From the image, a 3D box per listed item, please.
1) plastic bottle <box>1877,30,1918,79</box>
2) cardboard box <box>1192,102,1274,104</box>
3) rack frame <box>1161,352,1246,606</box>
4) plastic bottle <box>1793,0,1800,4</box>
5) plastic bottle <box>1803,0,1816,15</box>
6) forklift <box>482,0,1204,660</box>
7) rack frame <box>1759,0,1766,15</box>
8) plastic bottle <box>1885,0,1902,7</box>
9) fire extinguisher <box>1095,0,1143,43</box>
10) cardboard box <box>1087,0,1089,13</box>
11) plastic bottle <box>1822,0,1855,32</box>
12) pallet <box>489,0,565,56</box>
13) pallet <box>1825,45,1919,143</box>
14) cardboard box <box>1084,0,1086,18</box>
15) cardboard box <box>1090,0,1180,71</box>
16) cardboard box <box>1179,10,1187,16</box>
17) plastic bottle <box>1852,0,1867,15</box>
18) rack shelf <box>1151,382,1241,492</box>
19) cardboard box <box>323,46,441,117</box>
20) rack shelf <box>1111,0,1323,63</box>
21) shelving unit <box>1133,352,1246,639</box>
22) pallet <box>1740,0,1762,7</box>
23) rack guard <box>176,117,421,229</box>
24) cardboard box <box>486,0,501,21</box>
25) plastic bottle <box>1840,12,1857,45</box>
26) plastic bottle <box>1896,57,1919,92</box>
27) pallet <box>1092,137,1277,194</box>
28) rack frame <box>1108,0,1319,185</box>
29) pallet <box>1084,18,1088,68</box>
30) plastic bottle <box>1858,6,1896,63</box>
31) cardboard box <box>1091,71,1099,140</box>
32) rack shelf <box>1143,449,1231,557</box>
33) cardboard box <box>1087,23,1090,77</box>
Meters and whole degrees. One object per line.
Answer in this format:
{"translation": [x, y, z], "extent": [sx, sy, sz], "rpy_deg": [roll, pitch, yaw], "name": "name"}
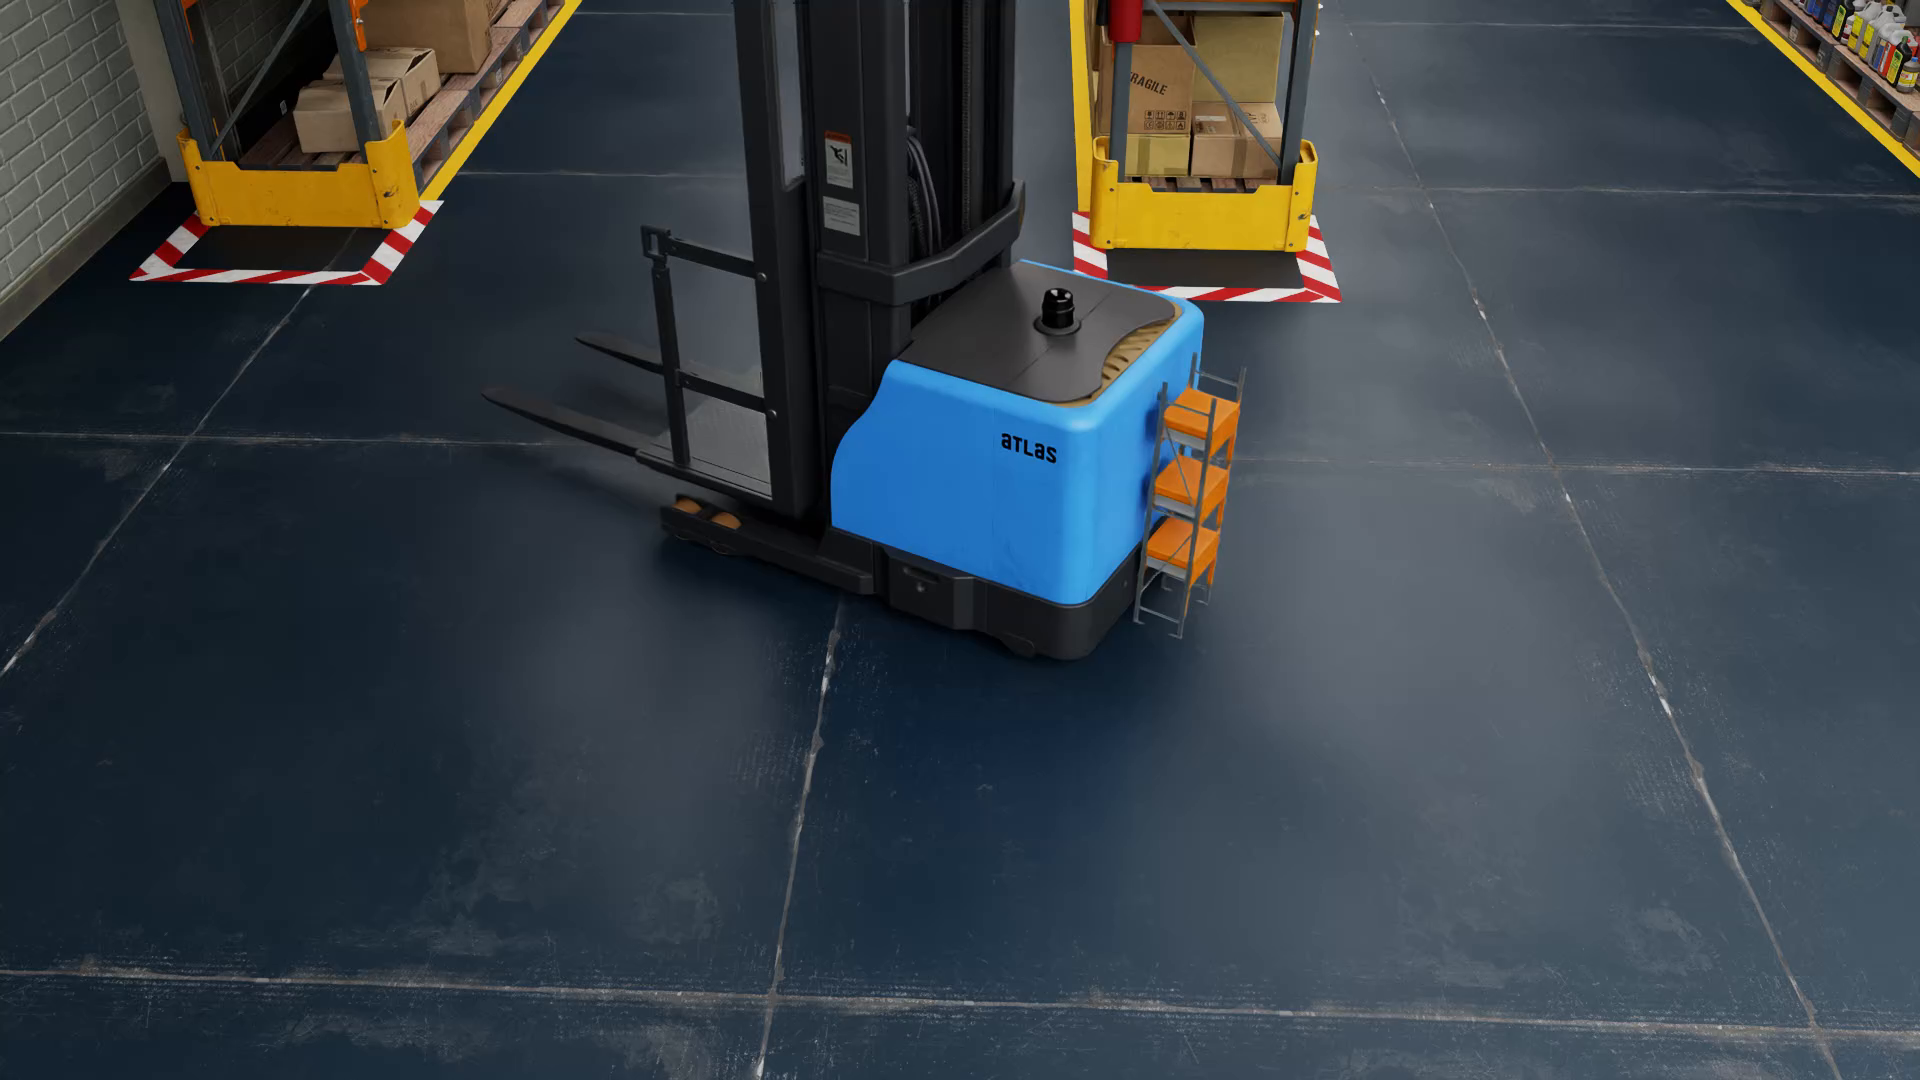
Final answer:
{"translation": [5.920, -3.062, 10.485], "extent": [0.152, 0.276, 0.135], "rpy_deg": [2, 35, 2], "name": "plastic bottle"}
{"translation": [1.558, -2.541, 9.783], "extent": [0.500, 0.250, 0.500], "rpy_deg": [1, 35, 2], "name": "cardboard box"}
{"translation": [0.887, -0.205, 6.121], "extent": [0.200, 1.050, 0.008], "rpy_deg": [21, 40, 23], "name": "rack frame"}
{"translation": [5.953, -3.889, 11.726], "extent": [0.097, 0.201, 0.097], "rpy_deg": [0, 35, 0], "name": "plastic bottle"}
{"translation": [5.971, -3.792, 11.523], "extent": [0.152, 0.276, 0.135], "rpy_deg": [3, 35, 4], "name": "plastic bottle"}
{"translation": [-0.619, -1.383, 6.168], "extent": [3.031, 2.935, 1.130], "rpy_deg": [19, 39, 24], "name": "forklift"}
{"translation": [6.408, -5.085, 11.377], "extent": [1.000, 3.000, 0.127], "rpy_deg": [1, 35, 2], "name": "rack frame"}
{"translation": [6.526, -3.808, 11.481], "extent": [0.144, 0.351, 0.185], "rpy_deg": [1, 35, 2], "name": "plastic bottle"}
{"translation": [0.829, -2.815, 8.214], "extent": [0.296, 0.674, 0.183], "rpy_deg": [1, 35, 2], "name": "fire extinguisher"}
{"translation": [1.087, -3.722, 10.811], "extent": [0.500, 0.500, 0.500], "rpy_deg": [1, 35, 2], "name": "cardboard box"}
{"translation": [5.953, -3.619, 11.212], "extent": [0.144, 0.351, 0.185], "rpy_deg": [0, 35, 0], "name": "plastic bottle"}
{"translation": [-3.483, -3.787, 11.954], "extent": [1.003, 0.211, 1.213], "rpy_deg": [1, 35, 2], "name": "pallet"}
{"translation": [6.293, -2.857, 10.631], "extent": [1.003, 0.211, 1.213], "rpy_deg": [1, 35, 2], "name": "pallet"}
{"translation": [1.112, -3.702, 11.435], "extent": [0.500, 0.250, 0.500], "rpy_deg": [1, 35, 2], "name": "cardboard box"}
{"translation": [1.048, -3.147, 9.993], "extent": [0.500, 0.500, 0.500], "rpy_deg": [1, 35, 2], "name": "cardboard box"}
{"translation": [1.567, -3.135, 9.976], "extent": [0.500, 0.500, 0.500], "rpy_deg": [1, 35, 2], "name": "cardboard box"}
{"translation": [5.985, -3.501, 11.113], "extent": [0.097, 0.271, 0.097], "rpy_deg": [0, 35, 0], "name": "plastic bottle"}
{"translation": [0.834, -0.365, 5.873], "extent": [0.215, 0.259, 0.240], "rpy_deg": [21, 40, 23], "name": "rack shelf"}
{"translation": [-3.511, -2.819, 10.108], "extent": [0.500, 0.311, 0.500], "rpy_deg": [4, 35, 6], "name": "cardboard box"}
{"translation": [1.378, -3.759, 10.115], "extent": [1.077, 0.370, 4.000], "rpy_deg": [1, 35, 2], "name": "rack shelf"}
{"translation": [0.824, -0.145, 6.035], "extent": [0.215, 1.050, 0.252], "rpy_deg": [21, 40, 23], "name": "shelving unit"}
{"translation": [6.400, -4.397, 12.822], "extent": [1.003, 0.211, 1.213], "rpy_deg": [1, 35, 2], "name": "pallet"}
{"translation": [-3.649, -2.037, 9.214], "extent": [1.175, 0.500, 0.348], "rpy_deg": [1, 35, 2], "name": "rack guard"}
{"translation": [-3.493, -3.874, 11.445], "extent": [0.500, 0.500, 0.500], "rpy_deg": [-1, 35, -2], "name": "cardboard box"}
{"translation": [5.918, -3.396, 11.024], "extent": [0.097, 0.201, 0.097], "rpy_deg": [0, 35, 0], "name": "plastic bottle"}
{"translation": [5.883, -2.888, 10.301], "extent": [0.097, 0.201, 0.097], "rpy_deg": [0, 35, 0], "name": "plastic bottle"}
{"translation": [1.287, -2.203, 9.701], "extent": [1.003, 0.211, 1.213], "rpy_deg": [1, 35, 2], "name": "pallet"}
{"translation": [1.298, -2.904, 8.273], "extent": [1.000, 3.000, 0.127], "rpy_deg": [1, 35, 2], "name": "rack frame"}
{"translation": [1.385, -3.605, 11.696], "extent": [1.003, 0.211, 1.213], "rpy_deg": [1, 35, 2], "name": "pallet"}
{"translation": [5.929, -3.268, 10.712], "extent": [0.144, 0.351, 0.185], "rpy_deg": [3, 35, 4], "name": "plastic bottle"}
{"translation": [1.032, -2.553, 9.800], "extent": [0.500, 0.250, 0.500], "rpy_deg": [1, 35, 2], "name": "cardboard box"}
{"translation": [0.824, -0.137, 6.042], "extent": [0.215, 0.259, 0.240], "rpy_deg": [21, 40, 23], "name": "rack shelf"}
{"translation": [1.072, -3.128, 10.618], "extent": [0.500, 0.250, 0.500], "rpy_deg": [1, 35, 2], "name": "cardboard box"}
